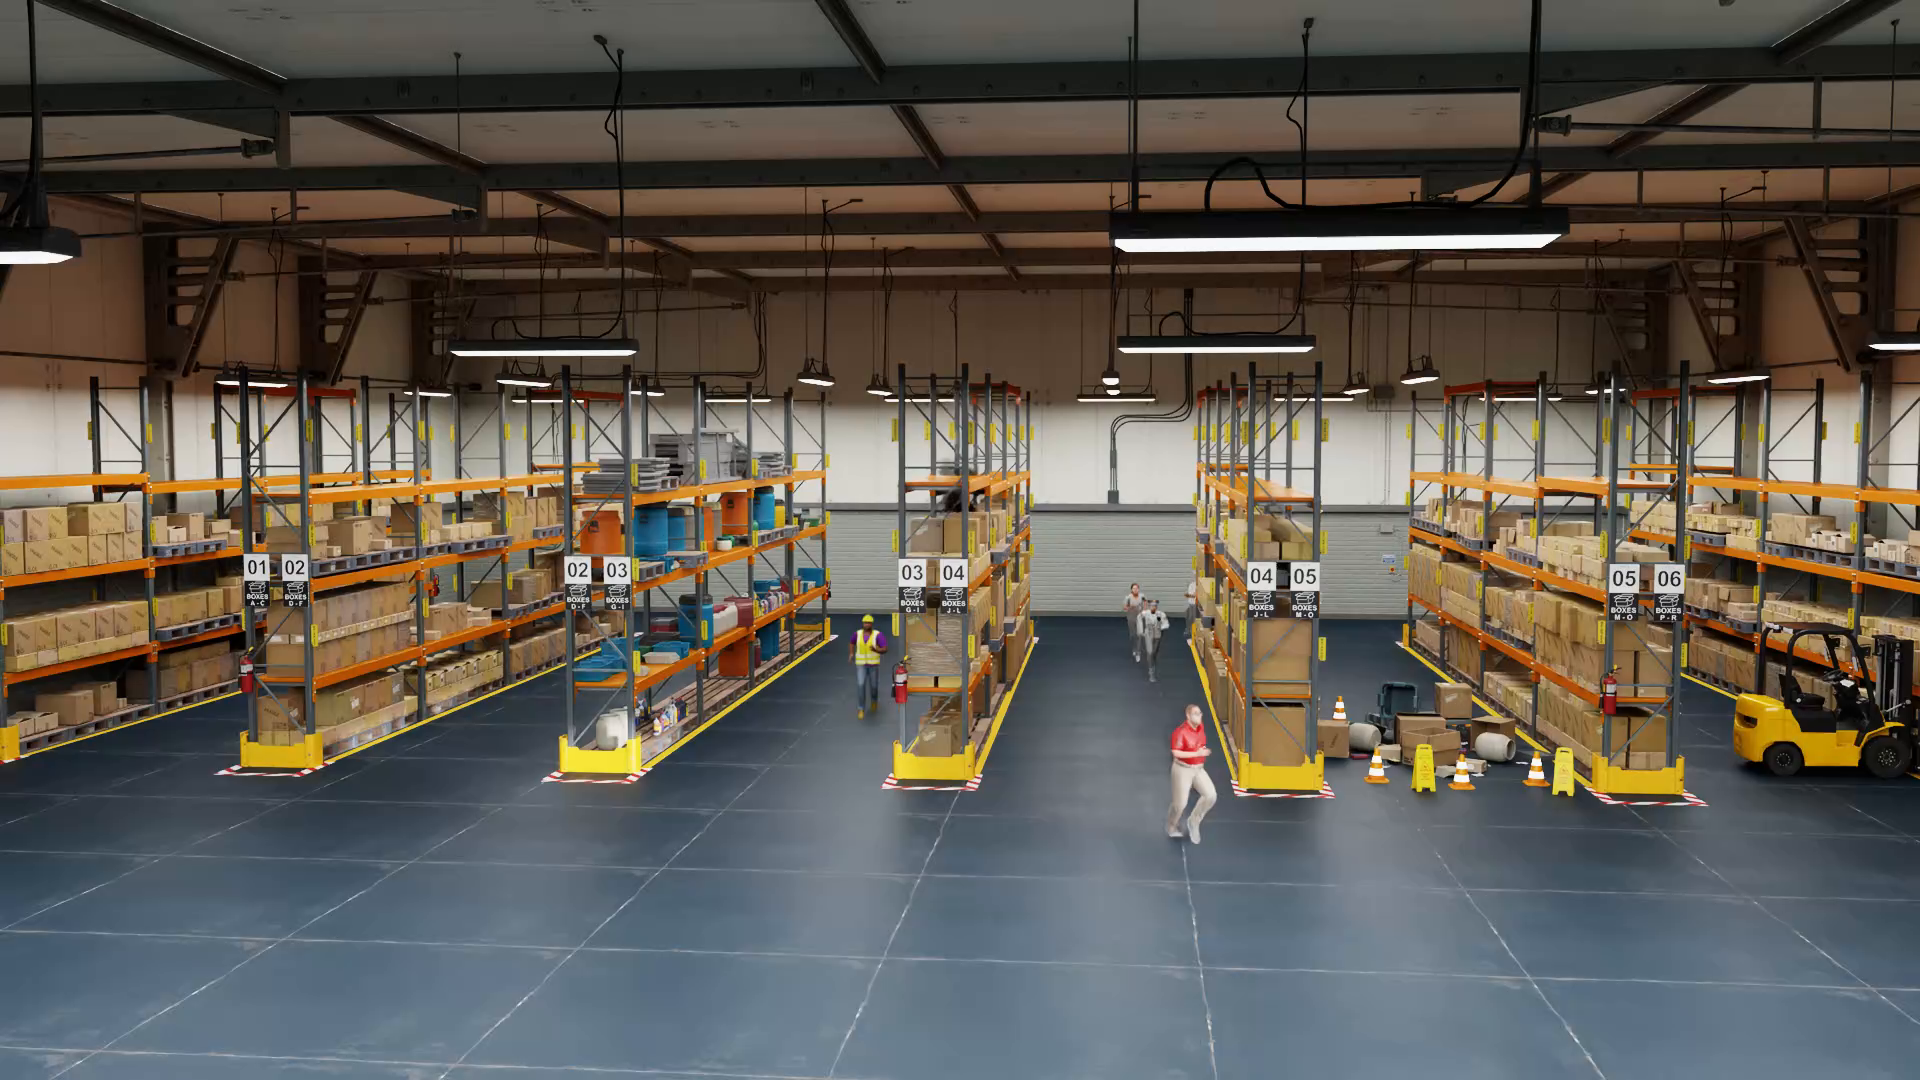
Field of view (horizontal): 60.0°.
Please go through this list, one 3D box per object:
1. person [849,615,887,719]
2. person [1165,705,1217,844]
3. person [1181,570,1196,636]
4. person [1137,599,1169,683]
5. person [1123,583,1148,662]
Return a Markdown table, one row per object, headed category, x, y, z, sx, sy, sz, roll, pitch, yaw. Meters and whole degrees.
| category | x | y | z | sx | sy | sz | roll | pitch | yaw |
| --- | --- | --- | --- | --- | --- | --- | --- | --- | --- |
| person | -1.628 | 2.209 | 29.361 | 0.693 | 1.778 | 0.946 | 0 | 4 | 2 |
| person | 2.807 | 2.847 | 20.266 | 0.694 | 1.719 | 0.828 | -3 | 5 | -37 |
| person | 5.702 | 1.545 | 40.799 | 0.679 | 1.729 | 0.818 | 1 | 4 | 19 |
| person | 3.919 | 1.965 | 33.806 | 0.613 | 1.598 | 0.928 | 0 | 4 | -1 |
| person | 3.884 | 1.817 | 36.876 | 0.552 | 1.738 | 0.845 | 0 | 4 | 5 |
